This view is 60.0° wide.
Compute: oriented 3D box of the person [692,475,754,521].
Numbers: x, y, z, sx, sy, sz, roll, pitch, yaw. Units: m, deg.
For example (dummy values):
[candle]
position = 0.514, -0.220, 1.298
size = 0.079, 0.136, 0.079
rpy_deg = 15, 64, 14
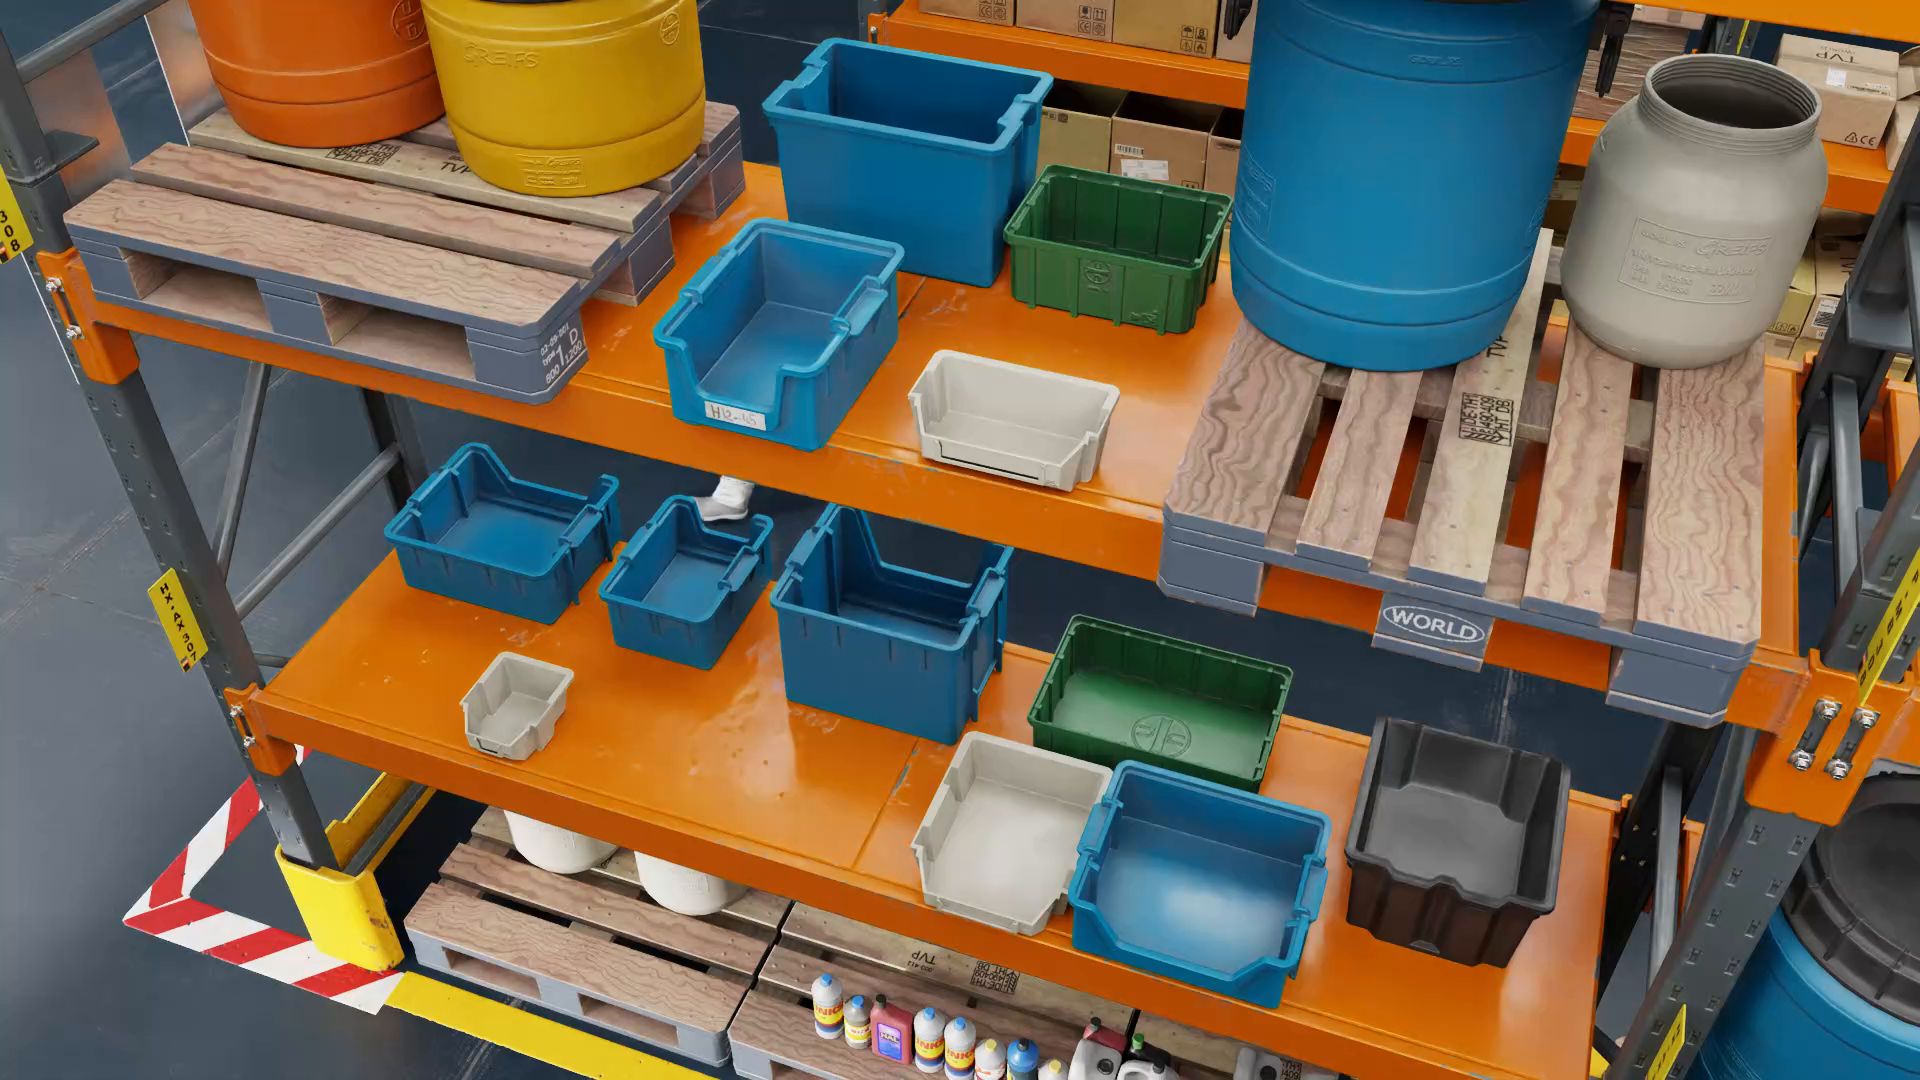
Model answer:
[person]
position = -0.794, -0.841, 7.130
size = 0.939, 1.612, 0.516
rpy_deg = -2, 42, -3
